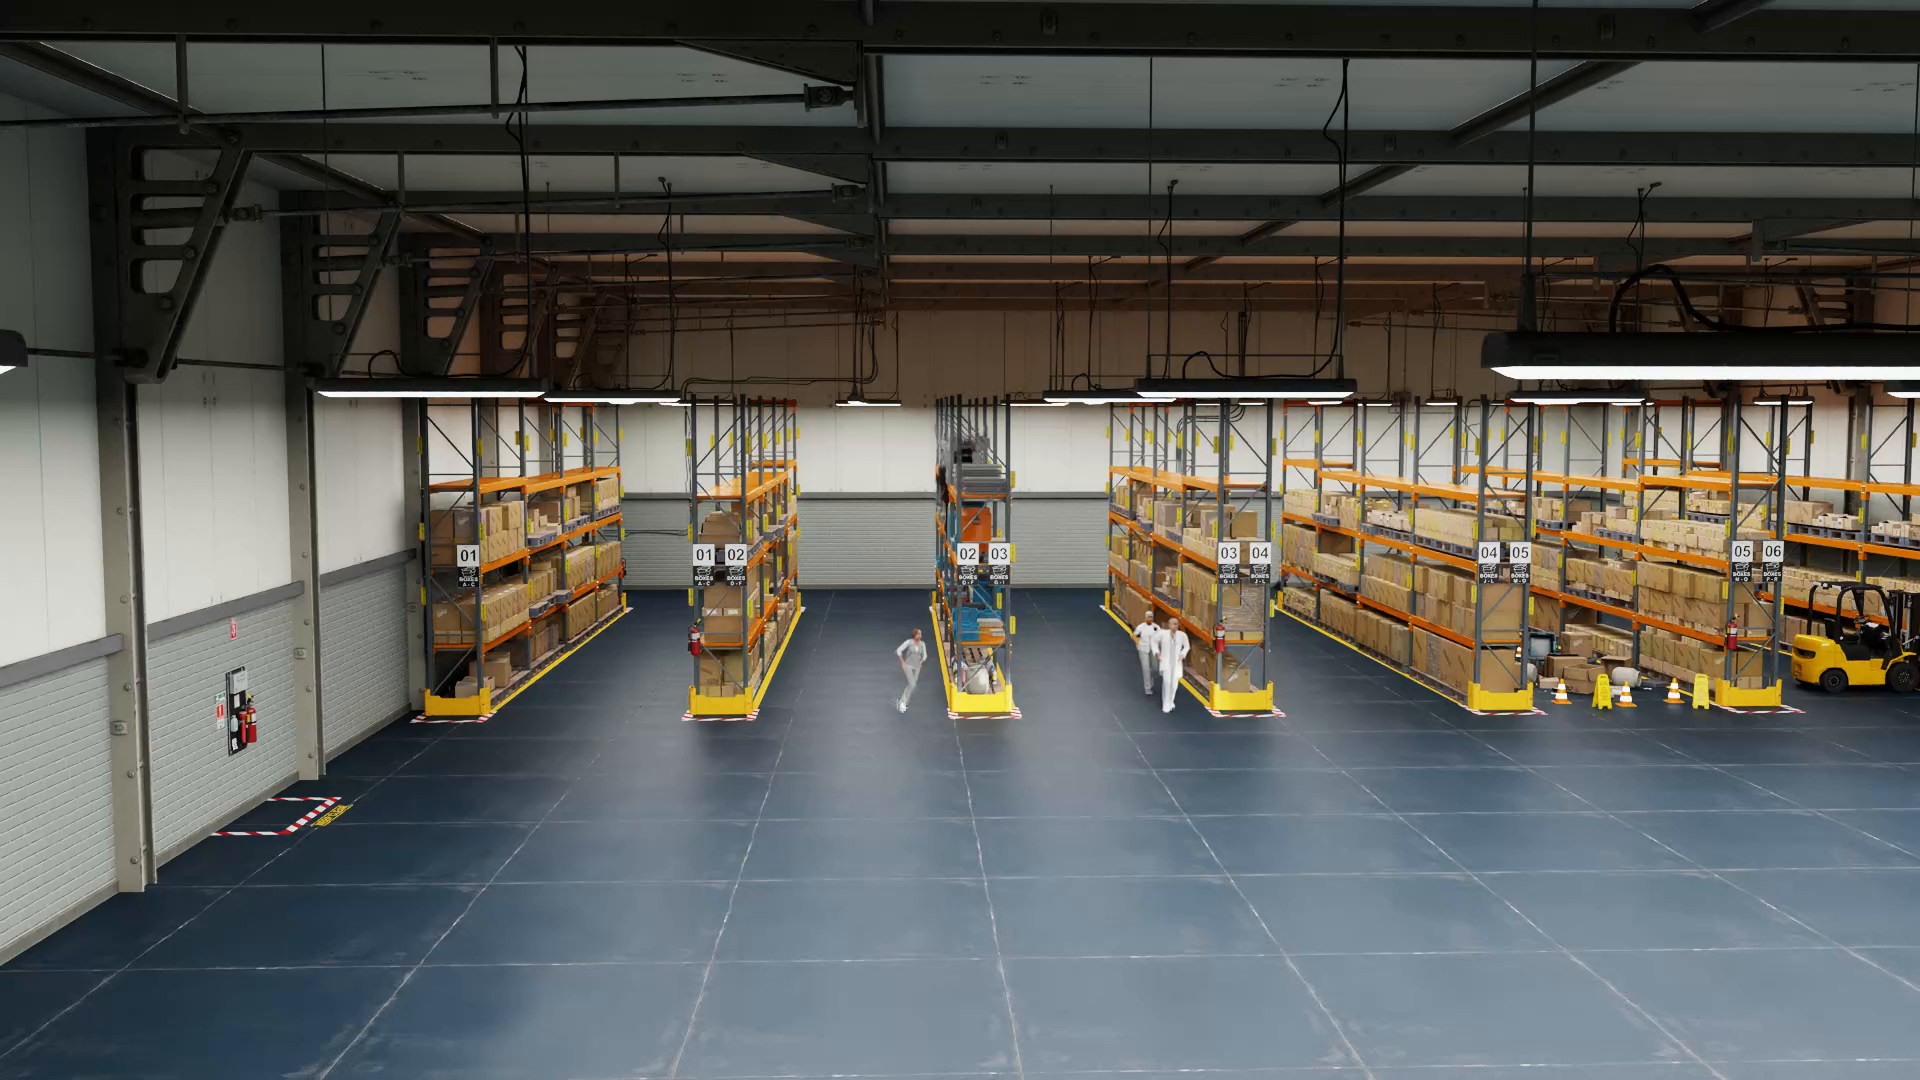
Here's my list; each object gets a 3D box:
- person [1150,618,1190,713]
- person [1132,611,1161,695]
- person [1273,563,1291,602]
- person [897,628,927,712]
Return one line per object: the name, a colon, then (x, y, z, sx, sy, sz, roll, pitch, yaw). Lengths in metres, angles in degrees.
person: (4.005, 2.379, 31.561, 0.719, 1.785, 0.720, 0, 5, -5)
person: (3.813, 2.257, 33.590, 0.619, 1.638, 0.822, 0, 5, -4)
person: (9.519, 1.107, 49.093, 0.664, 1.549, 0.661, 1, 5, 14)
person: (-0.902, 2.459, 31.549, 0.570, 1.571, 0.594, -3, 5, -29)
